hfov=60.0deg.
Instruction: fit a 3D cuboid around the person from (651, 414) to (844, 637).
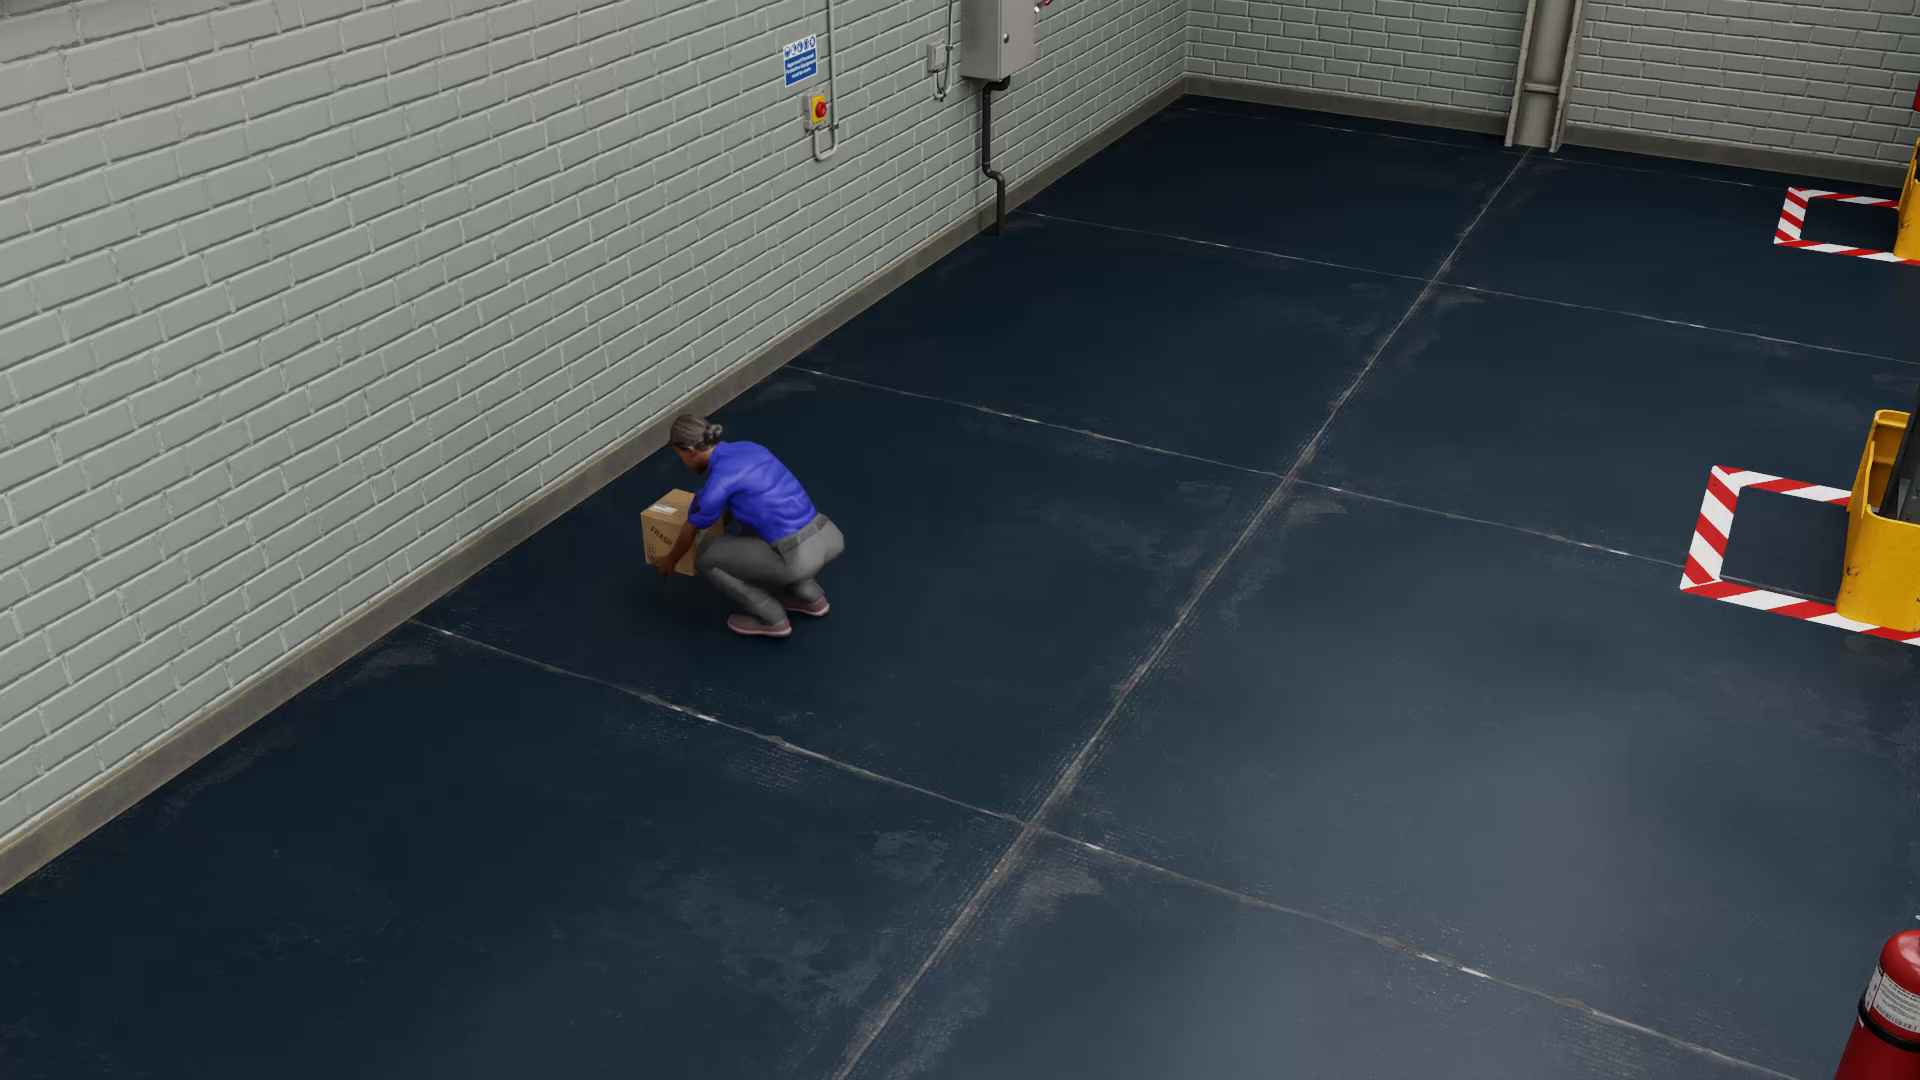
[{"bbox_3d":[-0.900,-0.080,7.003,0.824,0.940,0.470,14,33,23],"label":"person"}]
